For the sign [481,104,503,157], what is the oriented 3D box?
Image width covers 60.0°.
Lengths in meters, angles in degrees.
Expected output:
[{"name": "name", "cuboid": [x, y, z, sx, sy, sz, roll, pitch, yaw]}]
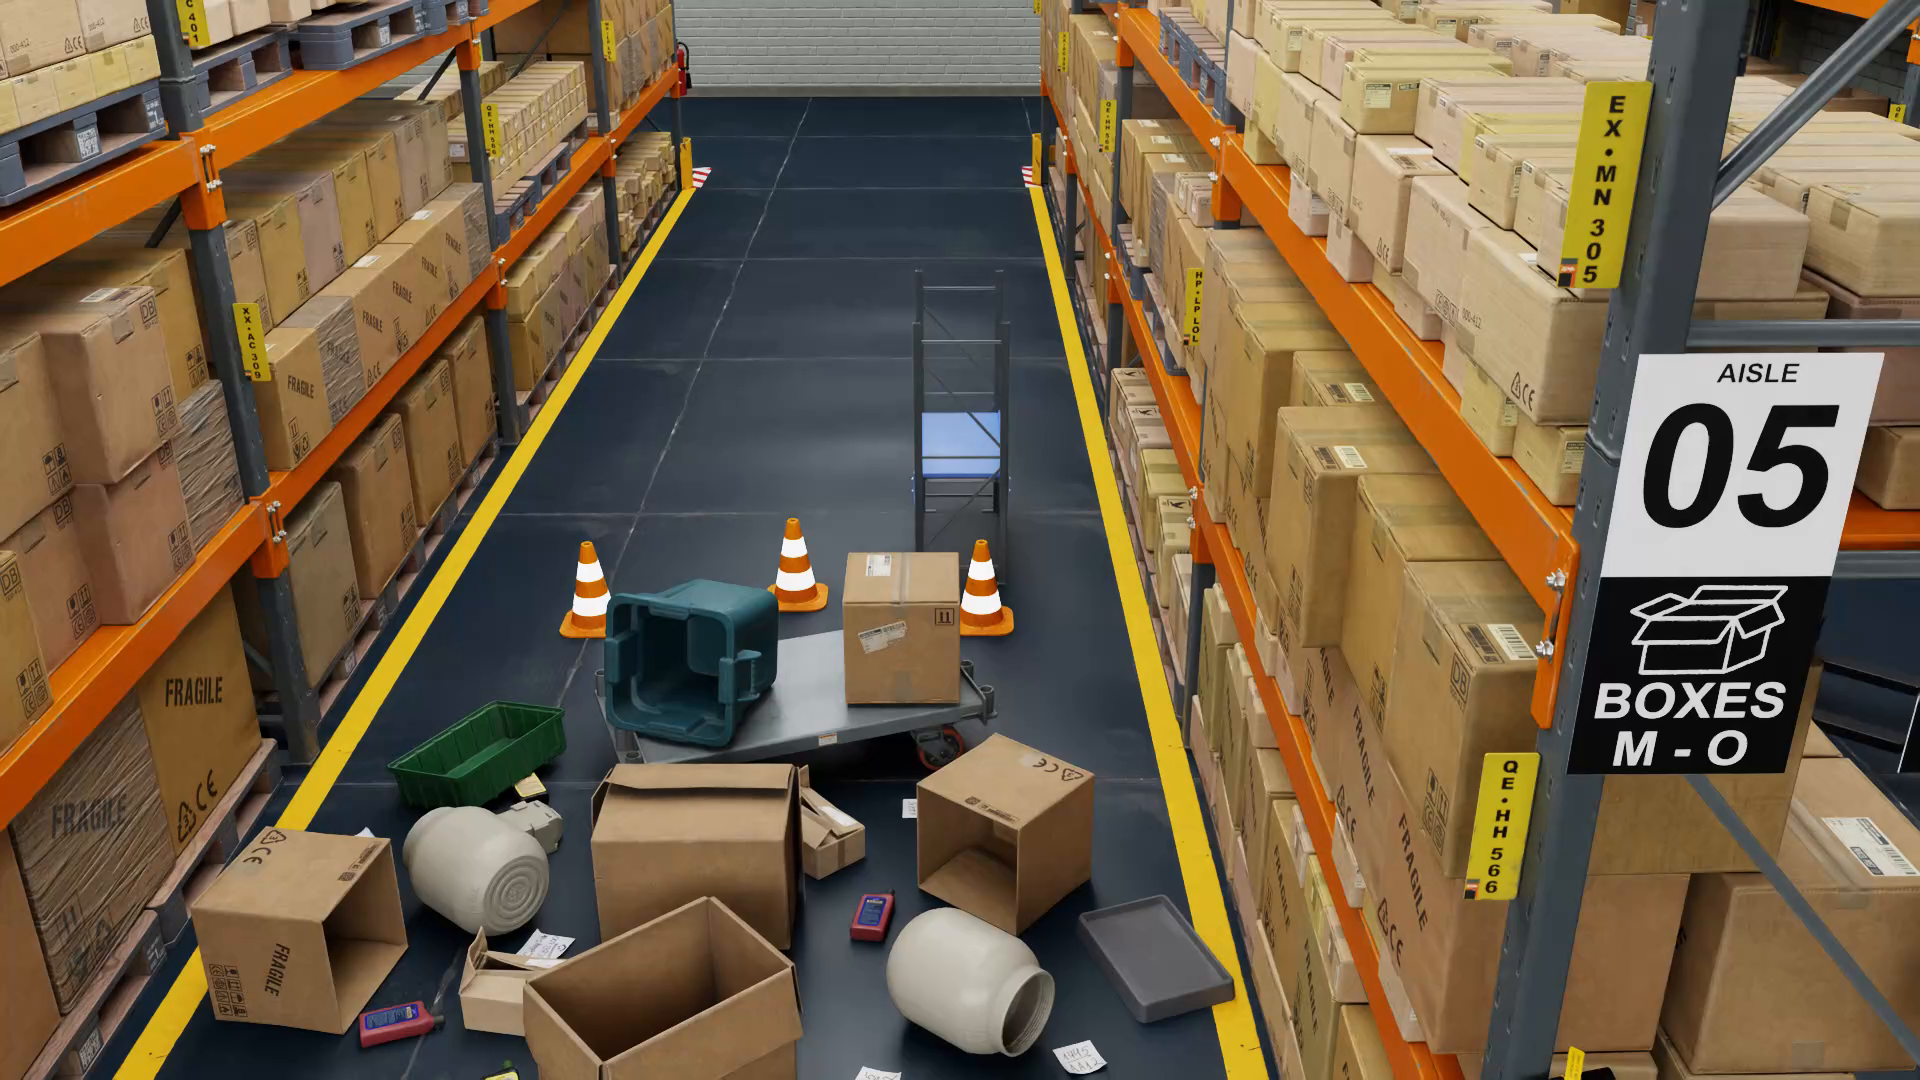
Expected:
[{"name": "sign", "cuboid": [-2.910, -2.546, 10.334, 0.100, 0.325, 0.005, 0, 24, -1]}]

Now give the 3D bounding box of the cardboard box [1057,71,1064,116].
[{"name": "cardboard box", "cuboid": [1.169, -4.174, 15.217, 0.500, 0.500, 0.500, -1, 24, -2]}]

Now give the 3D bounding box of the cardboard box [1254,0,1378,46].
[{"name": "cardboard box", "cuboid": [1.237, -1.807, 5.803, 0.380, 0.149, 0.250, 0, 24, 1]}]

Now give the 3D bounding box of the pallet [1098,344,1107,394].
[{"name": "pallet", "cuboid": [1.551, -1.133, 11.999, 1.003, 0.211, 1.213, 0, 24, -1]}]

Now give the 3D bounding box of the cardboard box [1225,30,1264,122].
[{"name": "cardboard box", "cuboid": [1.259, -1.681, 6.008, 0.500, 0.250, 0.500, -1, 24, -2]}]

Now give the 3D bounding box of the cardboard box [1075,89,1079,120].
[{"name": "cardboard box", "cuboid": [1.197, -3.489, 13.399, 0.500, 0.250, 0.500, 0, 24, 0]}]

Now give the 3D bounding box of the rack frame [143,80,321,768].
[{"name": "rack frame", "cuboid": [-3.421, -0.366, 6.919, 1.000, 3.000, 0.127, 0, 24, -1]}]

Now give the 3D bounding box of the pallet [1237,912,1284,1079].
[{"name": "pallet", "cuboid": [1.587, 1.621, 5.909, 1.003, 0.211, 1.213, 0, 24, -1]}]

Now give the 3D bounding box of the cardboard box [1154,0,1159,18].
[{"name": "cardboard box", "cuboid": [1.320, -3.148, 9.593, 0.396, 0.266, 0.258, 0, 24, -1]}]

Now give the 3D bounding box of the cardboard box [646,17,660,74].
[{"name": "cardboard box", "cuboid": [-3.274, -4.887, 16.432, 0.500, 0.500, 0.500, 0, 24, 0]}]

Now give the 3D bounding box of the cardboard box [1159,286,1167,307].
[{"name": "cardboard box", "cuboid": [1.271, -1.354, 8.899, 0.380, 0.149, 0.250, 1, 24, 1]}]

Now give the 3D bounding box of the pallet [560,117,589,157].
[{"name": "pallet", "cuboid": [-3.645, -3.260, 13.550, 1.003, 0.211, 1.213, 0, 24, -1]}]

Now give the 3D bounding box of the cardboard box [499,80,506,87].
[{"name": "cardboard box", "cuboid": [-3.964, -3.711, 13.748, 0.380, 0.149, 0.250, 0, 24, 0]}]

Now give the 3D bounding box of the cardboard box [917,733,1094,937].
[{"name": "cardboard box", "cuboid": [0.179, 1.156, 6.585, 0.500, 0.500, 0.500, 19, 30, 35]}]

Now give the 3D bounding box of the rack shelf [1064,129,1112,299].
[{"name": "rack shelf", "cuboid": [1.462, -2.574, 12.675, 1.077, 0.370, 4.000, 0, 24, -1]}]

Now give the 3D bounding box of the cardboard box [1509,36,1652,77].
[{"name": "cardboard box", "cuboid": [1.831, -1.381, 4.862, 0.380, 0.149, 0.250, 0, 24, 0]}]

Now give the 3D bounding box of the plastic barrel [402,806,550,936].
[{"name": "plastic barrel", "cuboid": [-1.875, 1.268, 6.432, 0.512, 0.421, 0.421, 19, 30, 35]}]

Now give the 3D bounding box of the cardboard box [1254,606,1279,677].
[{"name": "cardboard box", "cuboid": [1.215, 0.343, 5.656, 0.380, 0.149, 0.250, 0, 24, 0]}]

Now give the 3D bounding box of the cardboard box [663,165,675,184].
[{"name": "cardboard box", "cuboid": [-3.233, -3.882, 17.642, 0.380, 0.149, 0.250, 0, 24, 1]}]

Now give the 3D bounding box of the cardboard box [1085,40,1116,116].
[{"name": "cardboard box", "cuboid": [1.206, -3.416, 12.328, 0.500, 0.500, 0.500, -1, 24, -1]}]

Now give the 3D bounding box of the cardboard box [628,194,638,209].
[{"name": "cardboard box", "cuboid": [-3.303, -3.270, 15.929, 0.380, 0.149, 0.250, 1, 24, 2]}]

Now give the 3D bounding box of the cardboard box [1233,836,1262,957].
[{"name": "cardboard box", "cuboid": [1.290, 1.314, 6.031, 0.500, 0.250, 0.500, -1, 24, -1]}]

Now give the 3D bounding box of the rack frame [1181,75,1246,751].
[{"name": "rack frame", "cuboid": [1.528, -0.430, 7.060, 1.000, 3.000, 0.127, 0, 24, -1]}]

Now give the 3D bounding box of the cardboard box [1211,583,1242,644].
[{"name": "cardboard box", "cuboid": [1.206, 0.290, 6.598, 0.380, 0.149, 0.250, 0, 24, 0]}]

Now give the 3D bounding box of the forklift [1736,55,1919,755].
[{"name": "forklift", "cuboid": [3.527, -0.610, 7.543, 3.031, 2.935, 1.130, 18, 30, 35]}]

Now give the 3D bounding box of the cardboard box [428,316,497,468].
[{"name": "cardboard box", "cuboid": [-3.548, -0.929, 10.385, 1.050, 0.750, 0.750, -1, 24, -1]}]

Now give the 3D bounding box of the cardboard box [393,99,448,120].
[{"name": "cardboard box", "cuboid": [-3.940, -3.095, 12.026, 0.380, 0.149, 0.250, 1, 24, 2]}]

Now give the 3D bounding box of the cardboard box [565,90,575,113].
[{"name": "cardboard box", "cuboid": [-3.302, -3.501, 13.285, 0.380, 0.149, 0.250, 1, 24, 2]}]

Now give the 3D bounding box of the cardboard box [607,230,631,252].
[{"name": "cardboard box", "cuboid": [-3.191, -2.706, 15.044, 0.380, 0.149, 0.250, -1, 24, -3]}]

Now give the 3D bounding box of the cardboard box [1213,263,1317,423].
[{"name": "cardboard box", "cuboid": [1.299, -0.674, 5.904, 0.700, 0.500, 0.500, 0, 24, 0]}]

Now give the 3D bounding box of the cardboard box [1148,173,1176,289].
[{"name": "cardboard box", "cuboid": [1.281, -1.624, 8.710, 0.500, 0.500, 0.500, -1, 24, -3]}]

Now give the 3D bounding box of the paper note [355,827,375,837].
[{"name": "paper note", "cuboid": [-2.508, 1.260, 6.927, 0.147, 0.020, 0.142, -19, 31, -36]}]

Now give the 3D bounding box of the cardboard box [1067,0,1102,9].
[{"name": "cardboard box", "cuboid": [1.119, -4.649, 14.266, 0.380, 0.149, 0.250, -1, 24, -2]}]

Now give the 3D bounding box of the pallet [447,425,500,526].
[{"name": "pallet", "cuboid": [-3.531, -0.419, 10.419, 1.003, 0.211, 1.213, 0, 24, -1]}]

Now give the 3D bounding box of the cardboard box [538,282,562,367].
[{"name": "cardboard box", "cuboid": [-3.226, -1.566, 12.097, 0.500, 0.500, 0.500, 0, 24, 0]}]

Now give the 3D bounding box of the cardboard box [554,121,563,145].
[{"name": "cardboard box", "cuboid": [-3.290, -3.149, 12.868, 0.380, 0.149, 0.250, -1, 24, -3]}]

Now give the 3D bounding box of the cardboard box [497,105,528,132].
[{"name": "cardboard box", "cuboid": [-3.287, -2.986, 11.785, 0.380, 0.149, 0.250, 1, 24, 2]}]

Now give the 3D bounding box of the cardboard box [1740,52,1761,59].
[{"name": "cardboard box", "cuboid": [6.185, -3.787, 13.852, 0.700, 0.500, 0.500, 0, 24, 1]}]

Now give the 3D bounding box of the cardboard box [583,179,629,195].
[{"name": "cardboard box", "cuboid": [-3.326, -3.294, 15.621, 0.380, 0.149, 0.250, -1, 24, -2]}]

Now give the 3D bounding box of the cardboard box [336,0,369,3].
[{"name": "cardboard box", "cuboid": [-3.165, -2.948, 8.237, 0.500, 0.500, 0.500, 0, 24, -1]}]

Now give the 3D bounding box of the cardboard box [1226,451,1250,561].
[{"name": "cardboard box", "cuboid": [1.283, -0.222, 6.118, 0.500, 0.500, 0.500, 0, 24, -1]}]

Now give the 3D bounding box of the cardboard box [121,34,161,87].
[{"name": "cardboard box", "cuboid": [-3.097, -1.706, 5.917, 0.380, 0.149, 0.250, 0, 24, -1]}]

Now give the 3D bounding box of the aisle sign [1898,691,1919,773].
[{"name": "aisle sign", "cuboid": [1.882, 0.058, 2.827, 0.394, 0.787, 0.004, 0, 24, -1]}]

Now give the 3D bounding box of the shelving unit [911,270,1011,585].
[{"name": "shelving unit", "cuboid": [0.001, -0.648, 9.363, 0.538, 1.500, 1.048, 0, 24, -1]}]

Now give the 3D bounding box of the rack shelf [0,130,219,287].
[{"name": "rack shelf", "cuboid": [-3.399, -0.581, 4.627, 1.077, 0.370, 4.000, 0, 24, -1]}]

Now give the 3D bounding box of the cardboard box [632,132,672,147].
[{"name": "cardboard box", "cuboid": [-3.293, -4.257, 17.751, 0.380, 0.149, 0.250, 0, 24, 0]}]

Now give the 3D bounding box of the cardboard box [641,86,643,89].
[{"name": "cardboard box", "cuboid": [-3.340, -4.532, 16.435, 0.380, 0.149, 0.250, -1, 24, -3]}]

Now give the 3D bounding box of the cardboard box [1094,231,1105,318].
[{"name": "cardboard box", "cuboid": [1.545, -2.322, 13.314, 0.875, 0.875, 0.875, 0, 24, 1]}]

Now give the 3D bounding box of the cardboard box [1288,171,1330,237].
[{"name": "cardboard box", "cuboid": [1.212, -1.021, 5.032, 0.380, 0.149, 0.250, -1, 24, -2]}]

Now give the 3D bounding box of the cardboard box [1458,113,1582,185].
[{"name": "cardboard box", "cuboid": [1.336, -0.852, 3.690, 0.380, 0.149, 0.250, 0, 24, 0]}]

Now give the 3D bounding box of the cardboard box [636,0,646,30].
[{"name": "cardboard box", "cuboid": [-3.269, -5.119, 15.733, 0.500, 0.500, 0.500, -1, 24, -2]}]

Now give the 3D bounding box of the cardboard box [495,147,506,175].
[{"name": "cardboard box", "cuboid": [-3.274, -2.539, 11.157, 0.380, 0.149, 0.250, 1, 24, 2]}]

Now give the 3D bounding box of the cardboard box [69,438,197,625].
[{"name": "cardboard box", "cuboid": [-3.376, -0.056, 6.051, 0.875, 0.550, 0.550, 0, 24, -1]}]

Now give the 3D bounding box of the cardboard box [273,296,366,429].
[{"name": "cardboard box", "cuboid": [-3.164, -0.838, 7.840, 0.500, 0.500, 0.500, 0, 24, 0]}]
